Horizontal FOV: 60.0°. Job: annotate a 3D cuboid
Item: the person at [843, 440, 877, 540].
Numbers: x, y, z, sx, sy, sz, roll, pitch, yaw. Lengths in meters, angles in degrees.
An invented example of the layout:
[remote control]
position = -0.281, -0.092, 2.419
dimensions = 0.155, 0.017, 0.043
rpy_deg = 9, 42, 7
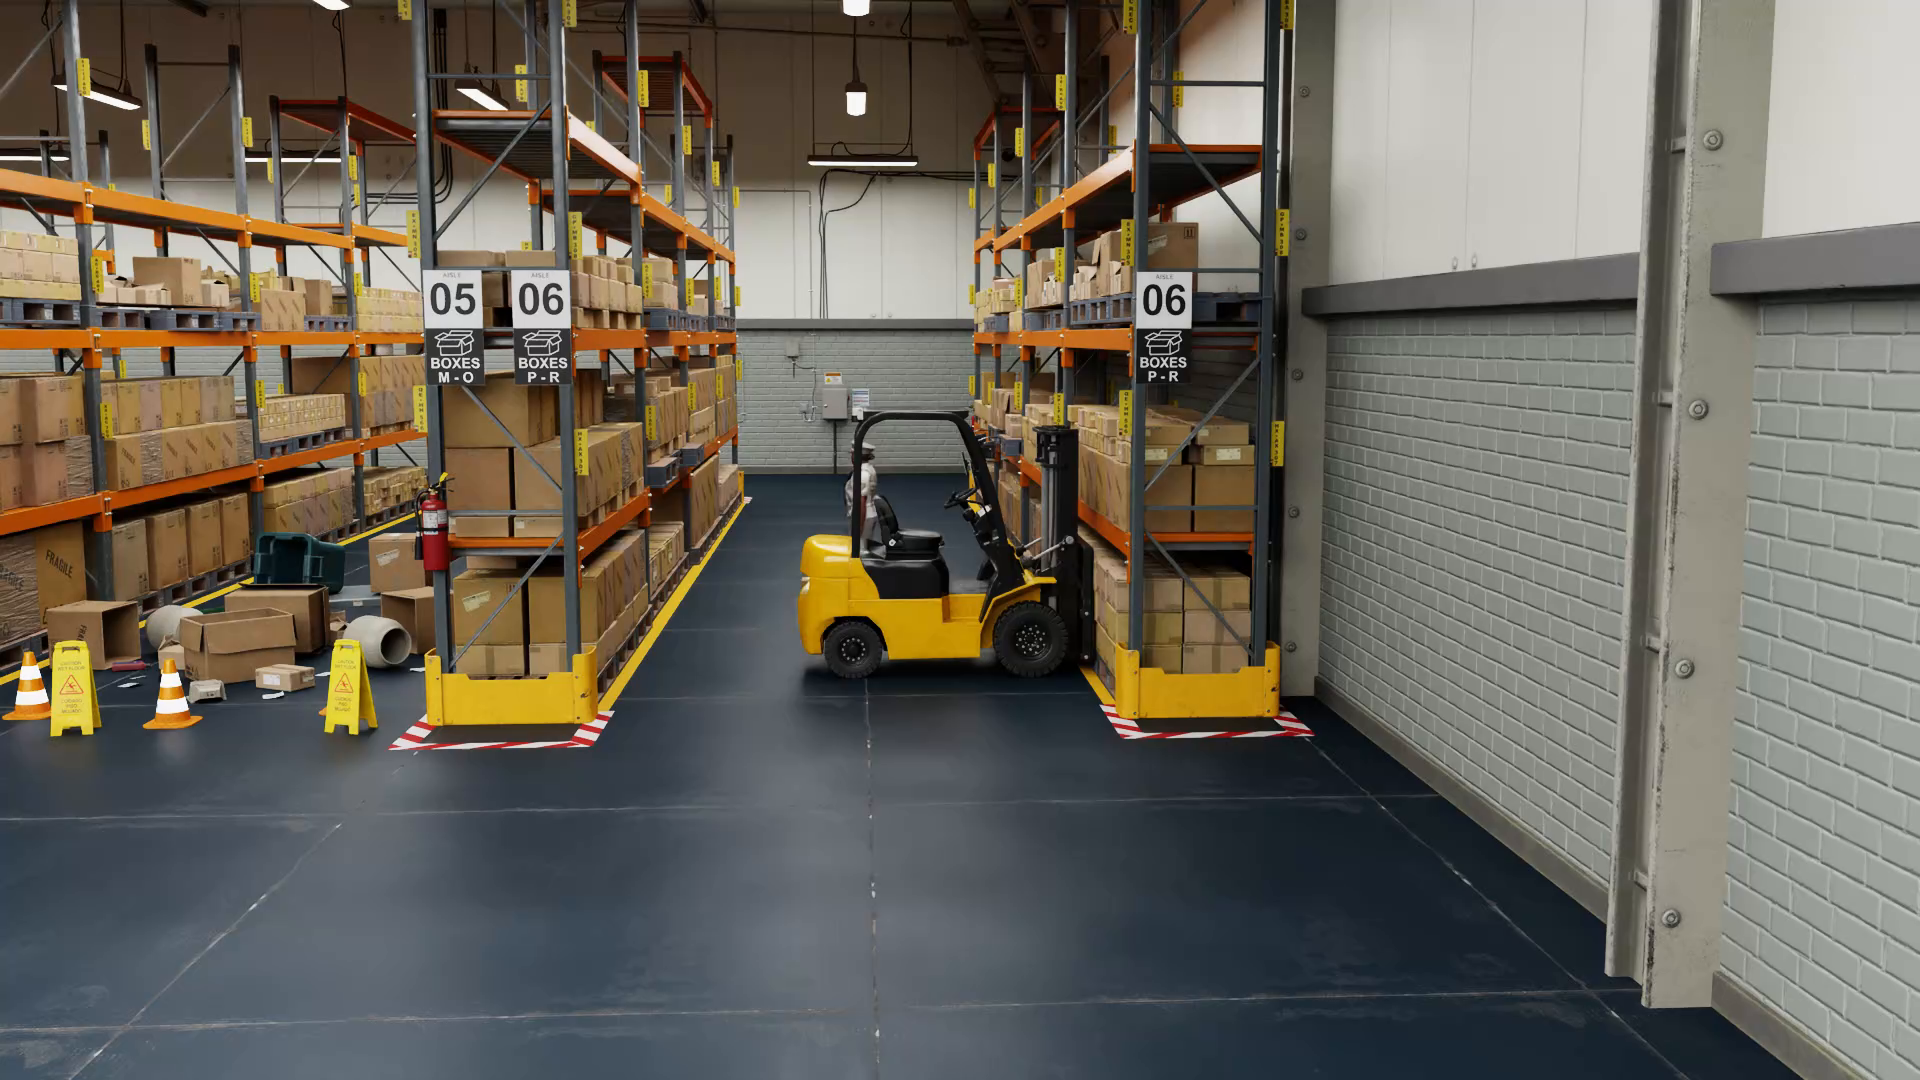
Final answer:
[person]
position = -1.061, -0.190, 17.207
dimensions = 0.546, 1.687, 0.457
rpy_deg = 1, 7, 6
